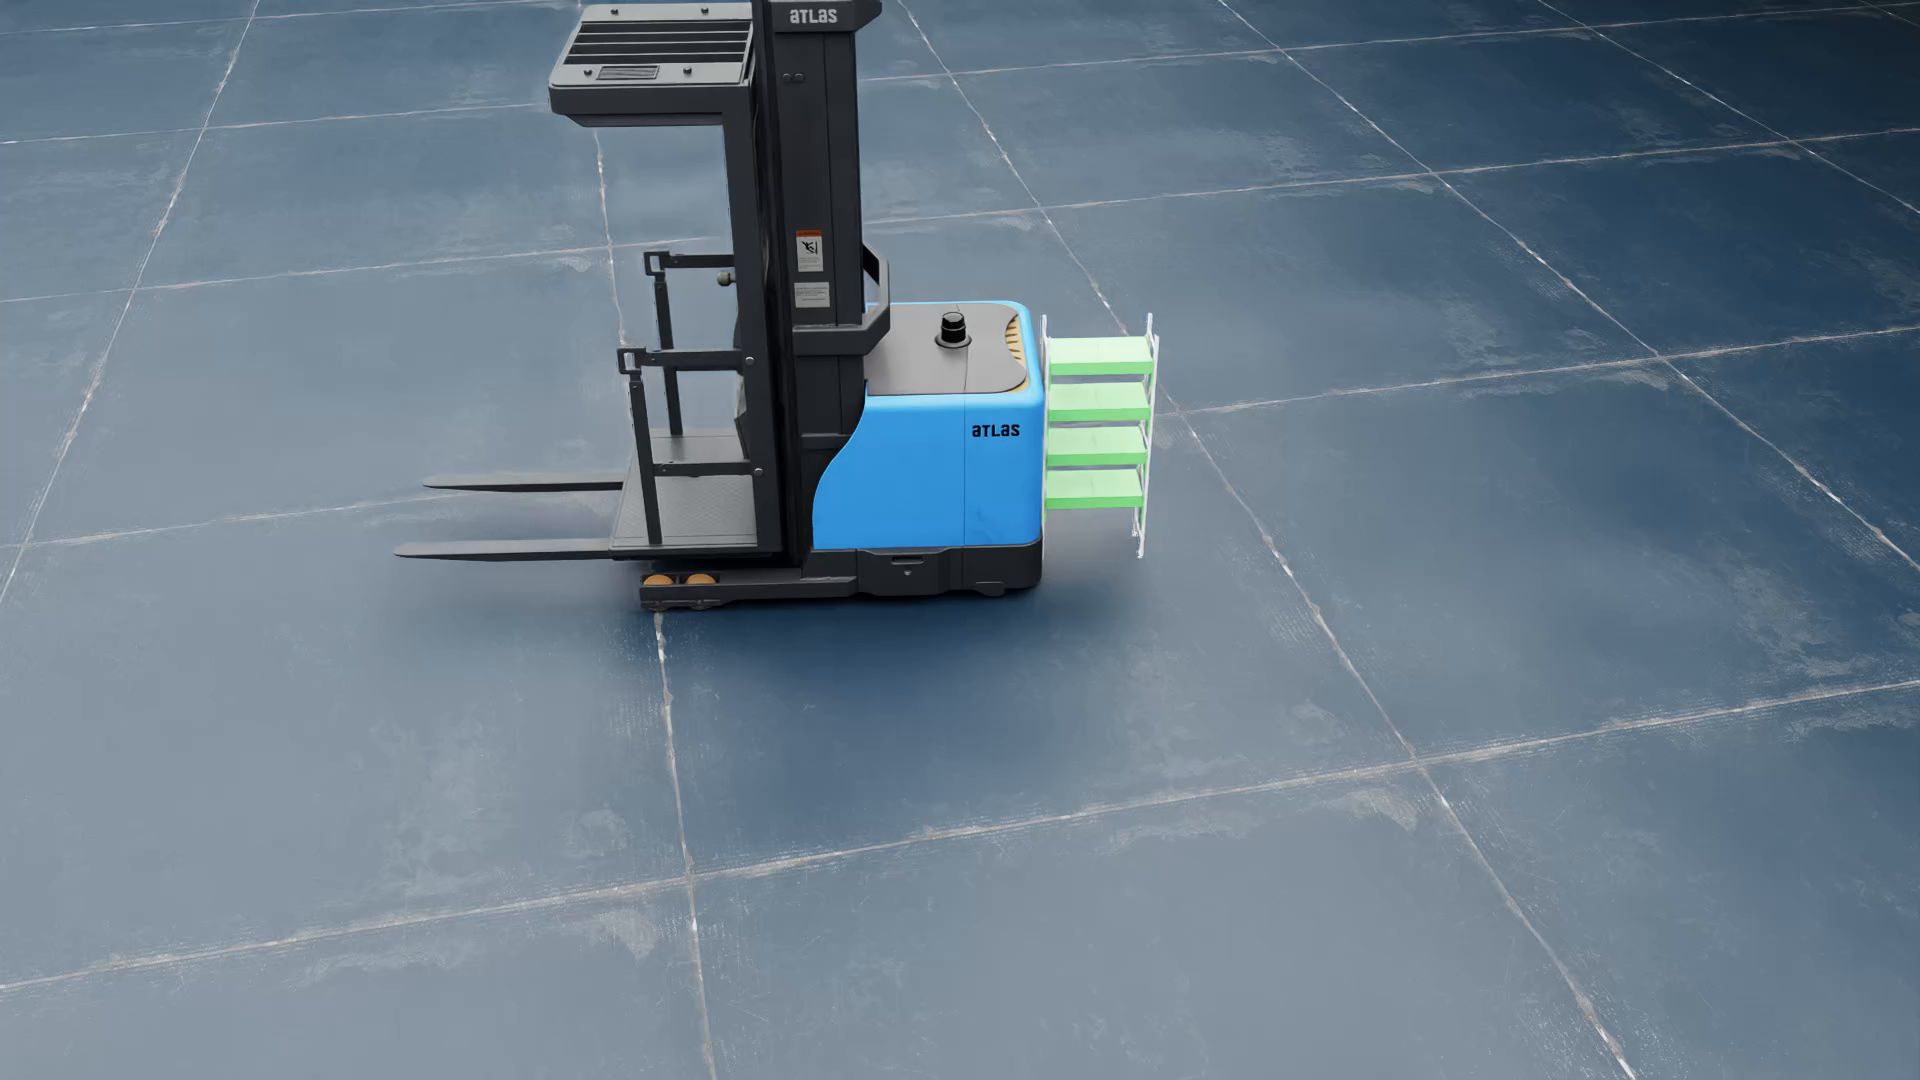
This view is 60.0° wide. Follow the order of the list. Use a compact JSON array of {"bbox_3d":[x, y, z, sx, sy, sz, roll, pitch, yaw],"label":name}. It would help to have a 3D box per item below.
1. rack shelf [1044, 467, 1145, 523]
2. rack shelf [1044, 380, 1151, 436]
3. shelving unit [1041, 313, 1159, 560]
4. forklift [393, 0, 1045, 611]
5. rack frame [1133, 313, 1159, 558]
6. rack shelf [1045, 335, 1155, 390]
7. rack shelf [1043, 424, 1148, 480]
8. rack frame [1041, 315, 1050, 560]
[{"bbox_3d":[0.635,-0.220,8.046,0.480,0.148,0.258,-1,34,-2],"label":"rack shelf"},{"bbox_3d":[0.635,-0.618,7.778,0.480,0.148,0.258,-1,34,-2],"label":"rack shelf"},{"bbox_3d":[0.635,-0.472,7.877,0.503,1.200,0.258,-1,34,-2],"label":"shelving unit"},{"bbox_3d":[-1.146,-1.189,7.391,3.031,2.935,1.130,-1,34,-2],"label":"forklift"},{"bbox_3d":[0.879,-0.478,7.886,0.015,1.200,0.240,-1,34,-2],"label":"rack frame"},{"bbox_3d":[0.635,-0.818,7.645,0.480,0.148,0.258,-1,34,-2],"label":"rack shelf"},{"bbox_3d":[0.635,-0.419,7.912,0.480,0.148,0.258,-1,34,-2],"label":"rack shelf"},{"bbox_3d":[0.392,-0.466,7.868,0.015,1.200,0.240,-1,34,-2],"label":"rack frame"}]
